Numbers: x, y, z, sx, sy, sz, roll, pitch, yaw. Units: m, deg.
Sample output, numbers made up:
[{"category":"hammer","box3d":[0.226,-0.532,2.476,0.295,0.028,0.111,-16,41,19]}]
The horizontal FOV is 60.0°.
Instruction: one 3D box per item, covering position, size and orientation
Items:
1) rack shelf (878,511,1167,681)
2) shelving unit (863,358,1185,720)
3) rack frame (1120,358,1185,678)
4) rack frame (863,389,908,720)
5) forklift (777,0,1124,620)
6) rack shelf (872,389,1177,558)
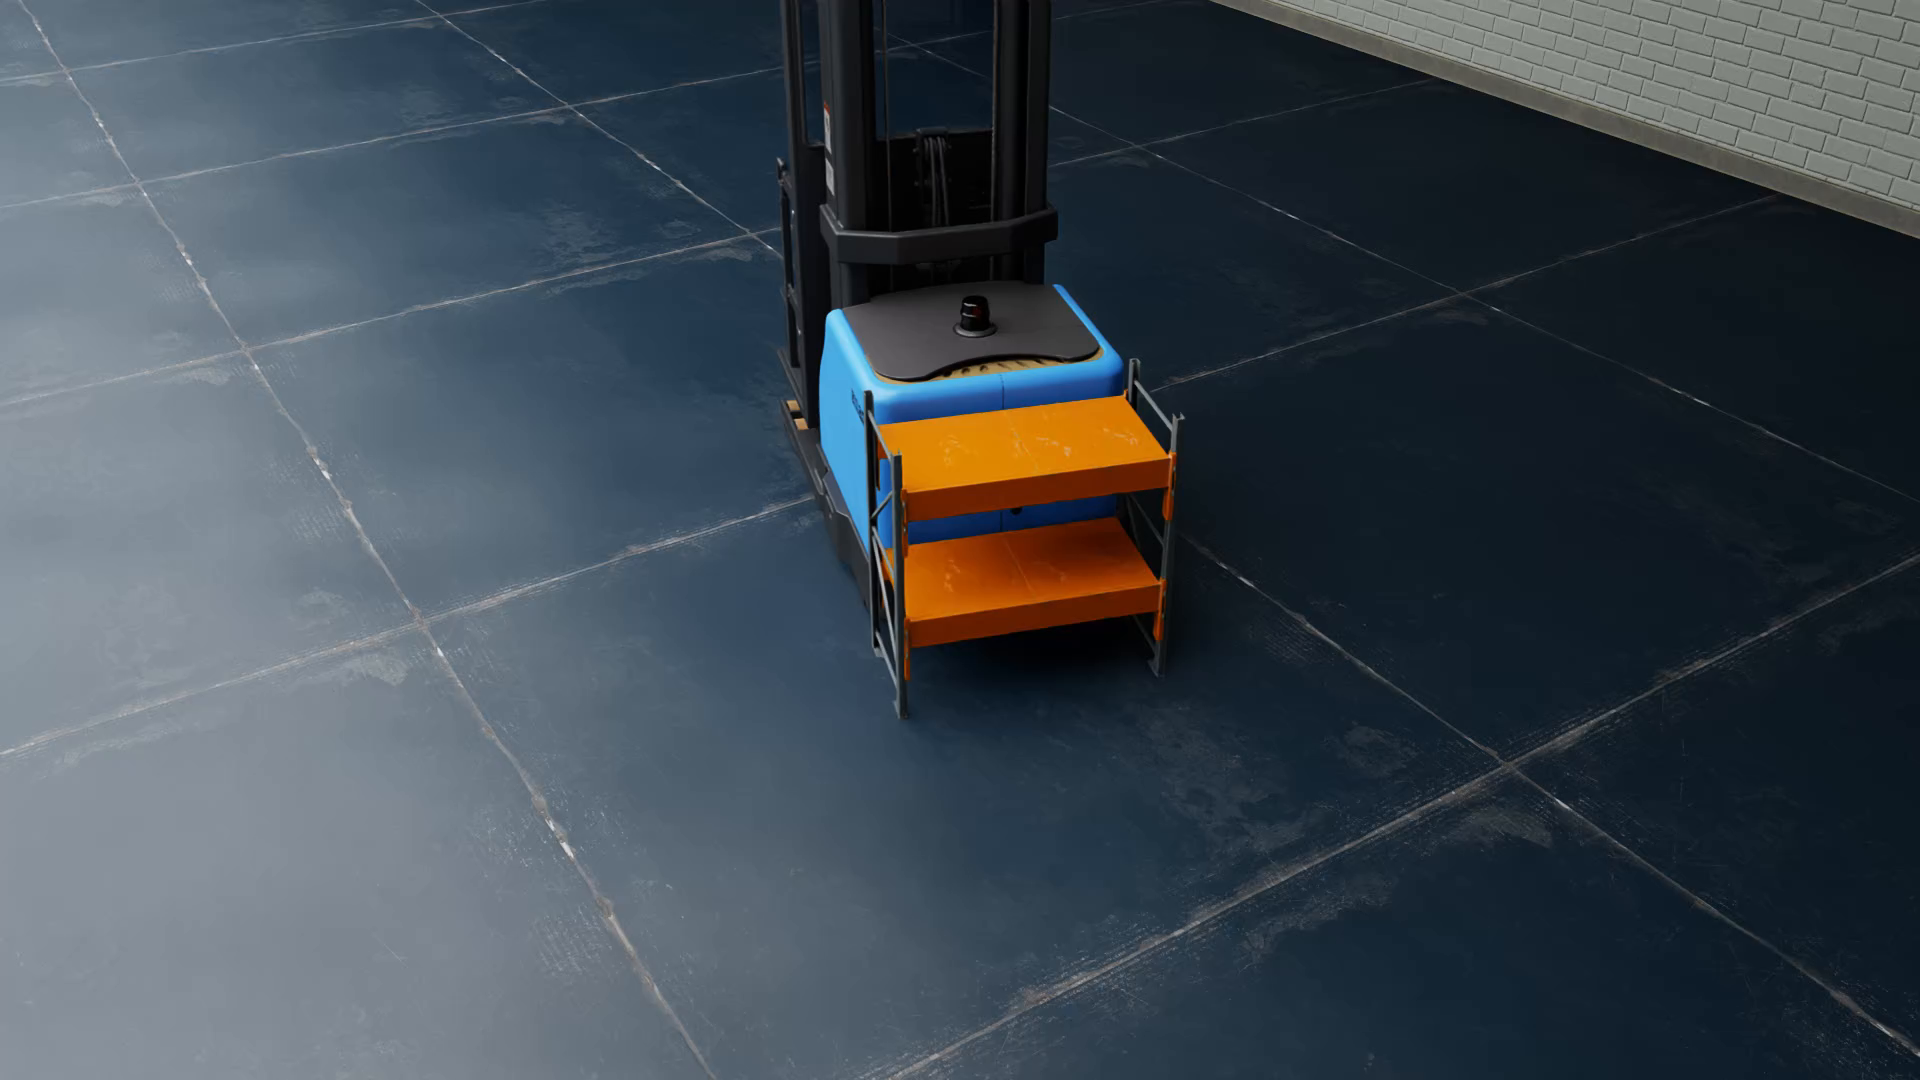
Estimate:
[{"category":"rack shelf","box3d":[0.219,0.201,6.335,1.000,0.278,0.538,-8,33,-12]},{"category":"shelving unit","box3d":[0.219,-0.006,6.205,1.048,1.125,0.538,-8,33,-12]},{"category":"rack frame","box3d":[0.711,-0.074,6.314,0.032,1.125,0.500,-8,33,-12]},{"category":"rack frame","box3d":[-0.273,0.063,6.096,0.032,1.125,0.500,-8,33,-12]},{"category":"forklift","box3d":[-0.240,-1.701,7.199,1.130,2.935,3.031,-8,33,-13]},{"category":"rack shelf","box3d":[0.219,-0.253,6.049,1.000,0.278,0.538,-8,33,-12]}]
